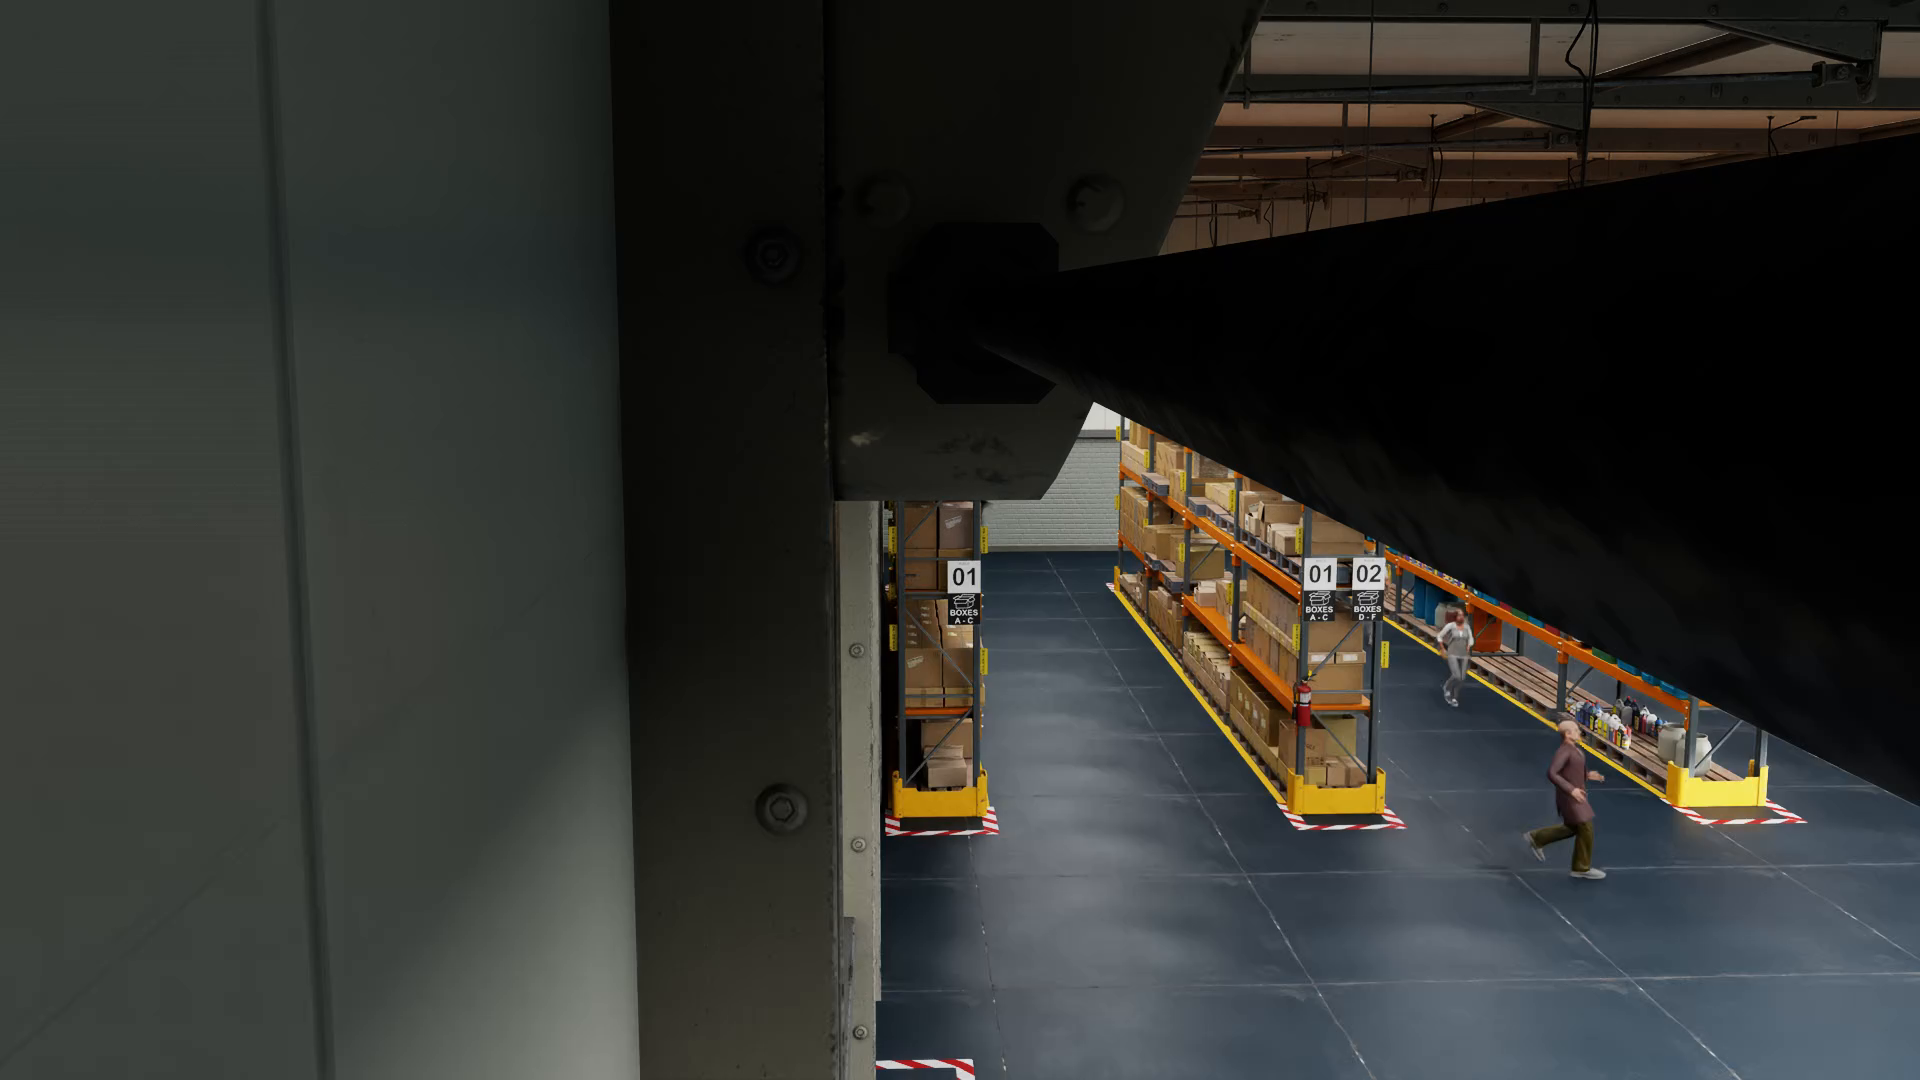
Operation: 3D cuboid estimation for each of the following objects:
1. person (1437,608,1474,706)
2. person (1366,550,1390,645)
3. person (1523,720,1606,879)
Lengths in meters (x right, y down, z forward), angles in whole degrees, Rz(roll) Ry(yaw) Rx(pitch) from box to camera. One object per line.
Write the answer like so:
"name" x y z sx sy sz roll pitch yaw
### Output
"person" 7.747 1.840 25.885 0.524 1.561 0.559 -1 8 -6
"person" 7.651 1.030 30.897 0.672 1.762 0.641 0 8 -1
"person" 6.689 2.843 18.332 0.898 1.744 0.720 4 9 24
